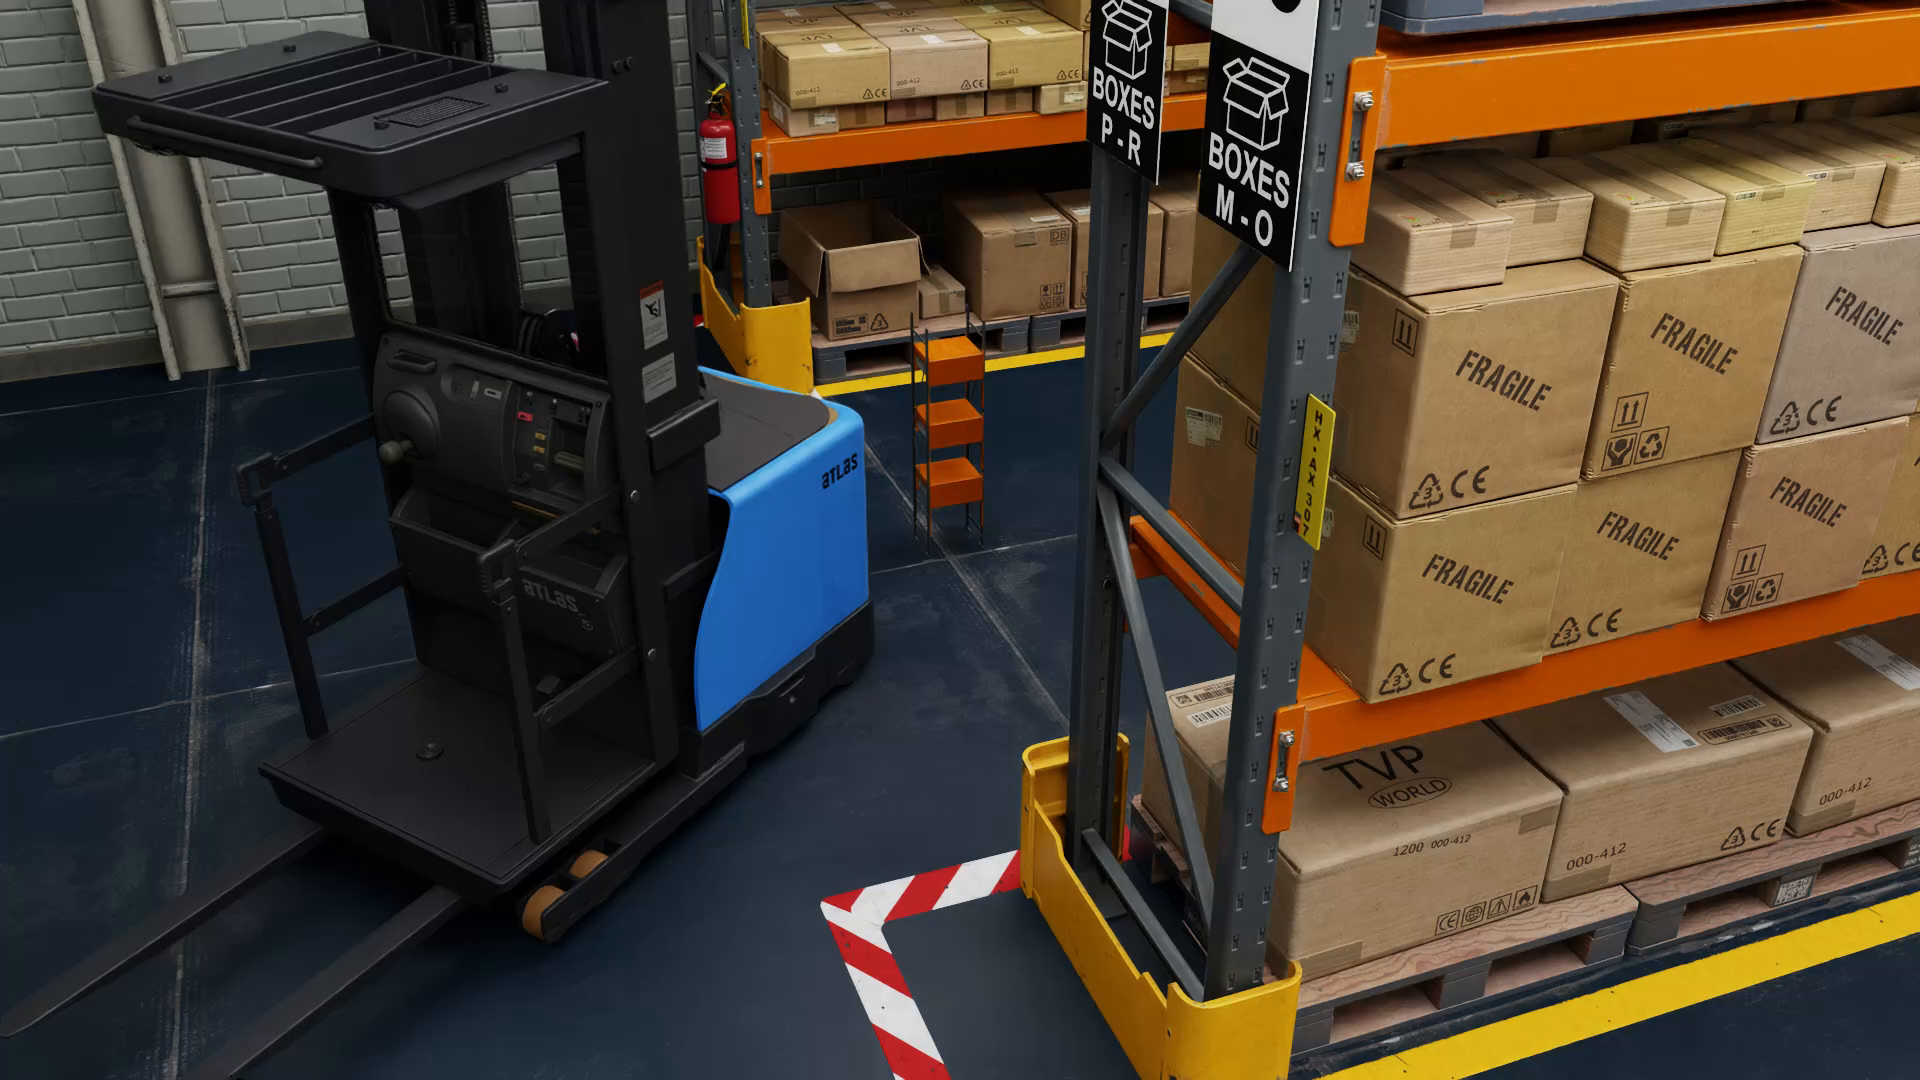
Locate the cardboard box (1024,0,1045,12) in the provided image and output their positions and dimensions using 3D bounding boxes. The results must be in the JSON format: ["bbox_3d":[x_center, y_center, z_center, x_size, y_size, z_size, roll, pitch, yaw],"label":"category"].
[{"bbox_3d":[0.603,-2.820,9.020,0.500,0.250,0.500,-10,31,-18],"label":"cardboard box"}]

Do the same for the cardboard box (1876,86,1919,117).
[{"bbox_3d":[2.488,-1.251,4.649,0.250,0.149,0.380,-10,31,-17],"label":"cardboard box"}]

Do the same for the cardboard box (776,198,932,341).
[{"bbox_3d":[-0.568,-1.451,8.864,0.637,0.503,0.797,-12,32,-20],"label":"cardboard box"}]

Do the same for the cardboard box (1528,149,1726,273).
[{"bbox_3d":[1.493,-0.752,3.773,0.250,0.149,0.380,-9,31,-16],"label":"cardboard box"}]

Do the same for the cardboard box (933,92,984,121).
[{"bbox_3d":[-0.056,-2.254,8.429,0.250,0.149,0.380,-9,31,-16],"label":"cardboard box"}]

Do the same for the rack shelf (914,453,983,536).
[{"bbox_3d":[-0.050,-0.196,7.117,0.240,0.259,0.215,-10,31,-18],"label":"rack shelf"}]

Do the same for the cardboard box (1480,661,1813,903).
[{"bbox_3d":[1.998,0.620,5.297,0.875,0.438,0.875,-10,31,-16],"label":"cardboard box"}]

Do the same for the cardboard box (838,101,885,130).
[{"bbox_3d":[-0.549,-2.177,8.295,0.250,0.149,0.380,-10,31,-16],"label":"cardboard box"}]

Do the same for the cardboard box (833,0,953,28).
[{"bbox_3d":[-0.352,-2.646,8.716,0.500,0.250,0.500,-10,31,-17],"label":"cardboard box"}]

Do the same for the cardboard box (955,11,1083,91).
[{"bbox_3d":[0.291,-2.485,8.432,0.500,0.250,0.500,-11,31,-19],"label":"cardboard box"}]

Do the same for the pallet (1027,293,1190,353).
[{"bbox_3d":[0.785,-1.440,9.564,1.213,0.211,1.003,-10,31,-18],"label":"pallet"}]

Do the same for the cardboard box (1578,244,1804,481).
[{"bbox_3d":[1.591,-0.510,4.004,0.500,0.500,0.500,-11,32,-19],"label":"cardboard box"}]

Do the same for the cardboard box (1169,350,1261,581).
[{"bbox_3d":[0.919,-0.239,4.538,0.500,0.500,0.500,-10,31,-17],"label":"cardboard box"}]

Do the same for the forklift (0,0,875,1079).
[{"bbox_3d":[-1.530,-0.310,4.833,1.130,2.935,3.031,17,34,27],"label":"forklift"}]

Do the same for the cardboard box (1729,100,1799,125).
[{"bbox_3d":[2.003,-1.149,4.471,0.250,0.149,0.380,-10,31,-16],"label":"cardboard box"}]

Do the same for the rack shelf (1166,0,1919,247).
[{"bbox_3d":[2.434,-1.325,4.242,4.000,0.370,1.077,-10,31,-18],"label":"rack shelf"}]

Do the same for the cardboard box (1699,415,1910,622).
[{"bbox_3d":[2.057,-0.162,4.403,0.500,0.500,0.500,-11,31,-18],"label":"cardboard box"}]

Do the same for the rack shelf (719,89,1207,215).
[{"bbox_3d":[0.700,-2.324,9.026,4.000,0.370,1.077,-10,31,-18],"label":"rack shelf"}]

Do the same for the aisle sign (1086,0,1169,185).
[{"bbox_3d":[0.384,-1.250,3.788,0.004,0.787,0.394,-10,31,-18],"label":"aisle sign"}]

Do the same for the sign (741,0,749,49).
[{"bbox_3d":[-0.985,-2.416,7.586,0.005,0.325,0.100,-10,31,-18],"label":"sign"}]

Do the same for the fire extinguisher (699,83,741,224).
[{"bbox_3d":[-1.151,-1.856,7.932,0.183,0.674,0.296,-10,31,-18],"label":"fire extinguisher"}]

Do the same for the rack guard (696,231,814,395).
[{"bbox_3d":[-1.104,-1.218,8.884,0.348,0.500,1.175,-10,31,-18],"label":"rack guard"}]

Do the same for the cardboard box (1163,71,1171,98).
[{"bbox_3d":[0.911,-2.442,8.761,0.250,0.149,0.380,-11,31,-18],"label":"cardboard box"}]

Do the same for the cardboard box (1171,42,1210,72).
[{"bbox_3d":[1.246,-2.672,8.760,0.500,0.250,0.500,-11,31,-18],"label":"cardboard box"}]

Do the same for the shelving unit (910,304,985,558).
[{"bbox_3d":[-0.050,-0.447,6.974,0.252,1.050,0.215,-10,31,-18],"label":"shelving unit"}]

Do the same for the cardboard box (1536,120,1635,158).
[{"bbox_3d":[1.519,-1.067,4.326,0.250,0.149,0.380,-10,31,-16],"label":"cardboard box"}]

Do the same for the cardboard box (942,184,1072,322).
[{"bbox_3d":[0.246,-1.579,9.092,0.500,0.500,0.700,-9,31,-16],"label":"cardboard box"}]

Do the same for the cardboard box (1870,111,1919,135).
[{"bbox_3d":[2.457,-0.930,4.086,0.250,0.149,0.380,-11,32,-19],"label":"cardboard box"}]

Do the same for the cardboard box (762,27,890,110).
[{"bbox_3d":[-0.656,-2.309,8.123,0.500,0.250,0.500,-10,31,-17],"label":"cardboard box"}]

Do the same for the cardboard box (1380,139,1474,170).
[{"bbox_3d":[1.056,-0.959,4.136,0.250,0.149,0.380,-10,31,-17],"label":"cardboard box"}]

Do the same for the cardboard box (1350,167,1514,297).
[{"bbox_3d":[0.989,-0.682,3.650,0.250,0.149,0.380,-10,31,-17],"label":"cardboard box"}]

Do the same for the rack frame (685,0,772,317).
[{"bbox_3d":[-1.175,-2.291,8.242,0.127,3.000,1.000,-10,31,-18],"label":"rack frame"}]

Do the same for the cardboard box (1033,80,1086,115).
[{"bbox_3d":[0.454,-2.311,8.530,0.250,0.149,0.380,-11,32,-19],"label":"cardboard box"}]

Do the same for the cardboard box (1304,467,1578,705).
[{"bbox_3d":[1.110,0.018,4.088,0.500,0.500,0.500,-11,31,-18],"label":"cardboard box"}]

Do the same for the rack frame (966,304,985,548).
[{"bbox_3d":[0.064,-0.468,7.011,0.008,1.050,0.200,-10,31,-18],"label":"rack frame"}]

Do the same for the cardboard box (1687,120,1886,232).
[{"bbox_3d":[1.961,-0.875,3.990,0.250,0.149,0.380,-10,31,-17],"label":"cardboard box"}]

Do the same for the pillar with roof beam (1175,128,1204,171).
[{"bbox_3d":[3.108,-3.889,4.986,0.400,9.000,9.100,-10,31,-18],"label":"pillar with roof beam"}]

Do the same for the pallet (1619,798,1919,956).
[{"bbox_3d":[2.423,0.839,5.563,1.213,0.211,1.003,-10,31,-18],"label":"pallet"}]

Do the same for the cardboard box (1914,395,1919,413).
[{"bbox_3d":[2.537,-0.689,4.318,0.500,0.500,0.500,-10,31,-17],"label":"cardboard box"}]

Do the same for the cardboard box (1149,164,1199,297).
[{"bbox_3d":[1.219,-1.758,9.407,0.500,0.500,0.700,-12,32,-19],"label":"cardboard box"}]
